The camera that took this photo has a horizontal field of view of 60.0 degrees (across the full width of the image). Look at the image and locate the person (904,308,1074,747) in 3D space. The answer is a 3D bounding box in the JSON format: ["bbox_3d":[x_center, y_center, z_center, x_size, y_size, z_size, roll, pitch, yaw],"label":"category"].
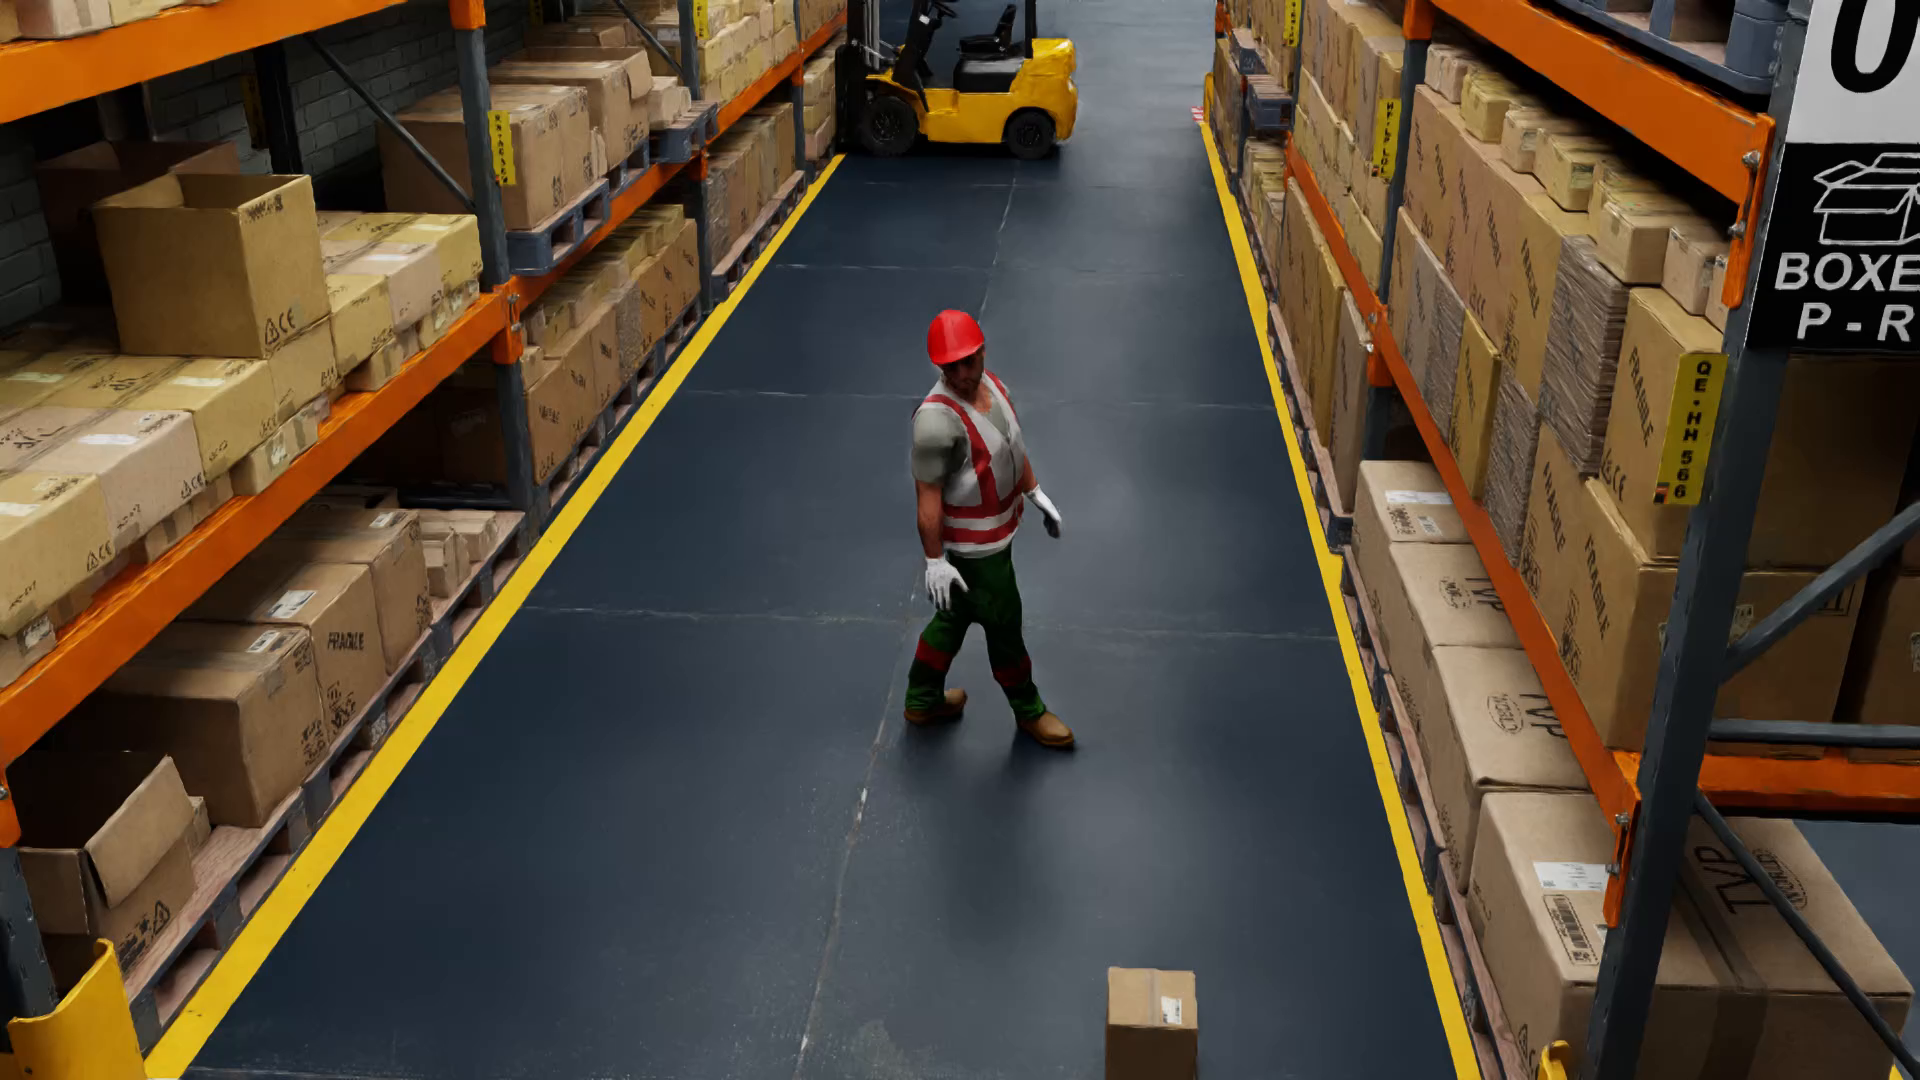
[{"bbox_3d":[0.102,-0.017,6.136,0.690,1.752,0.594,6,25,14],"label":"person"}]
